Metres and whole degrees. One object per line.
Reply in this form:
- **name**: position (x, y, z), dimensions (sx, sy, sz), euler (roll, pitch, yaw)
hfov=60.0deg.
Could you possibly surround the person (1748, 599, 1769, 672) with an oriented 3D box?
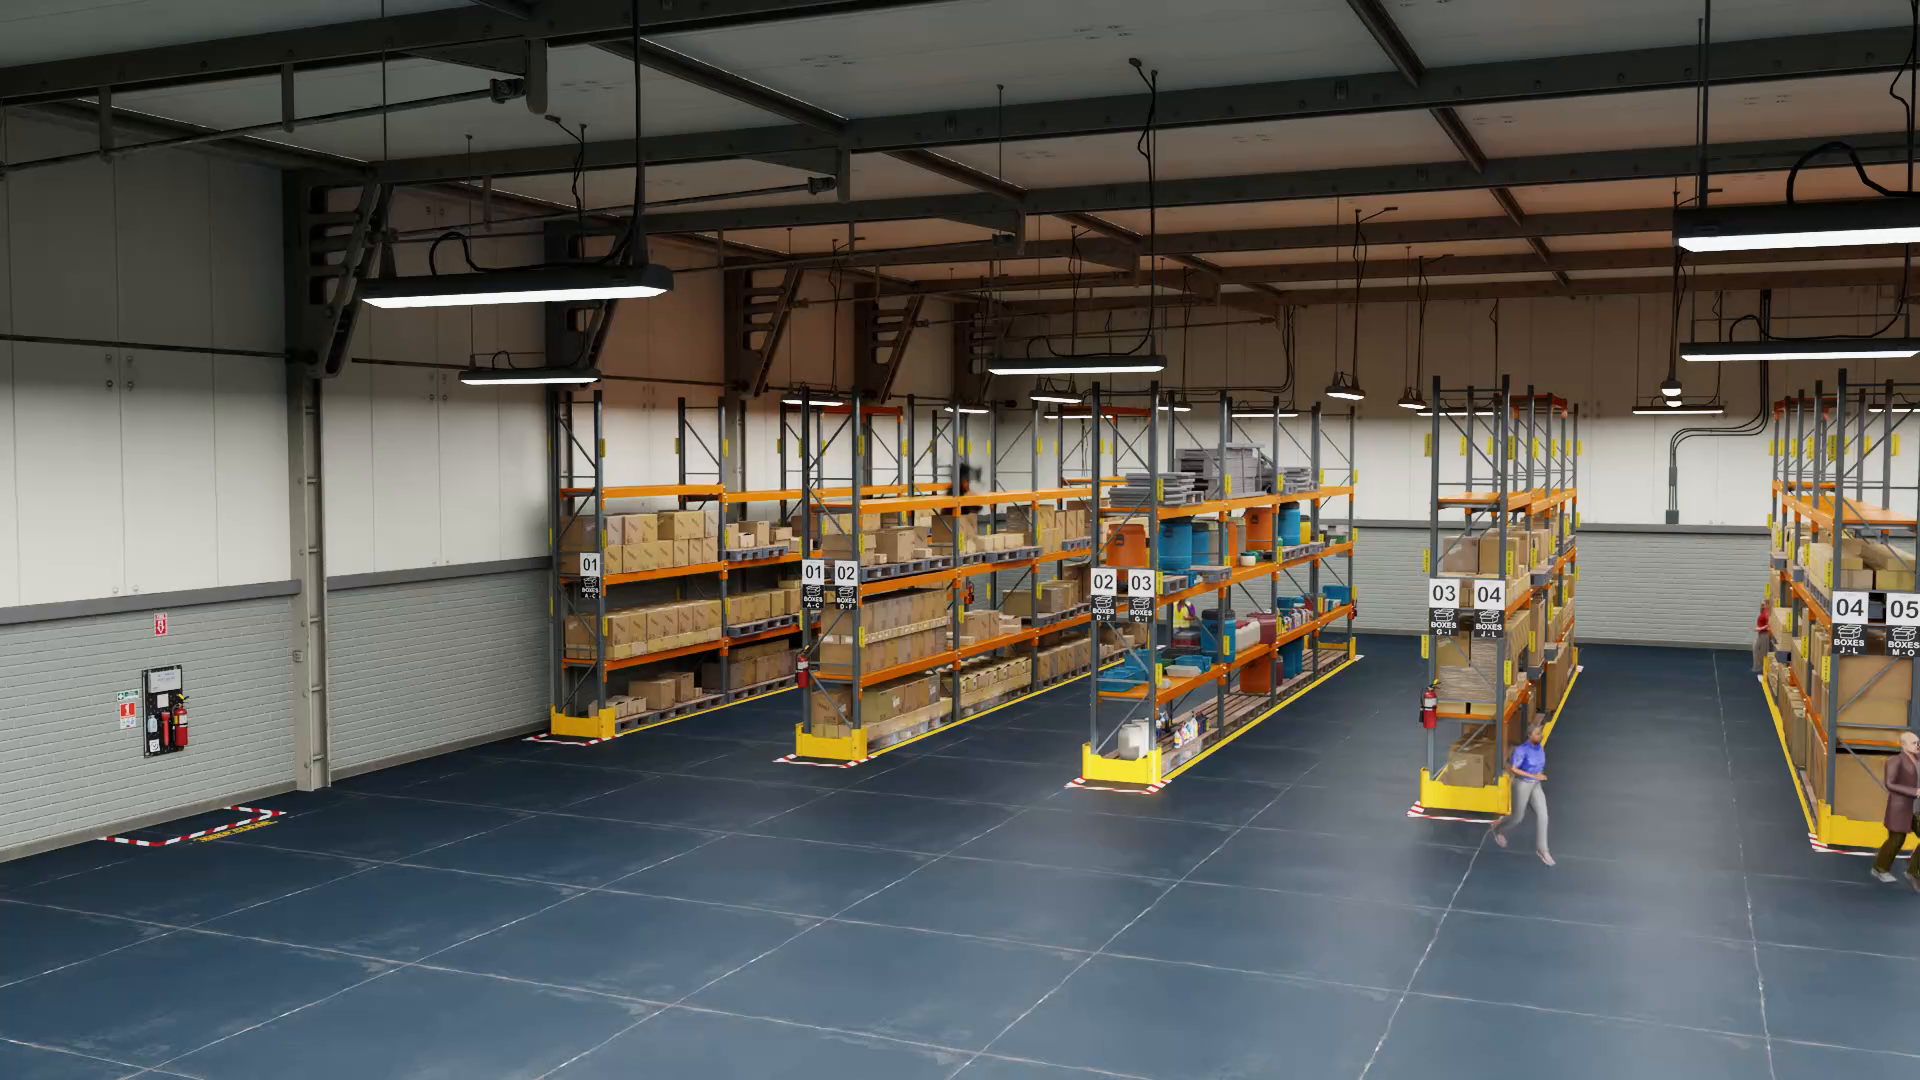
- **person**: position (17.964, 2.163, 36.921), dimensions (0.810, 1.714, 0.763), euler (1, 3, 20)

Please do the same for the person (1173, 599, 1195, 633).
- **person**: position (5.033, 2.030, 37.968), dimensions (0.668, 1.809, 0.829), euler (1, 3, 11)

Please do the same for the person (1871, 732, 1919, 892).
- **person**: position (10.731, 3.092, 18.828), dimensions (0.728, 1.851, 0.813), euler (-1, 3, -17)

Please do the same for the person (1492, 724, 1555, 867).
- **person**: position (6.905, 3.100, 20.310), dimensions (0.600, 1.590, 0.977), euler (-2, 4, -29)
